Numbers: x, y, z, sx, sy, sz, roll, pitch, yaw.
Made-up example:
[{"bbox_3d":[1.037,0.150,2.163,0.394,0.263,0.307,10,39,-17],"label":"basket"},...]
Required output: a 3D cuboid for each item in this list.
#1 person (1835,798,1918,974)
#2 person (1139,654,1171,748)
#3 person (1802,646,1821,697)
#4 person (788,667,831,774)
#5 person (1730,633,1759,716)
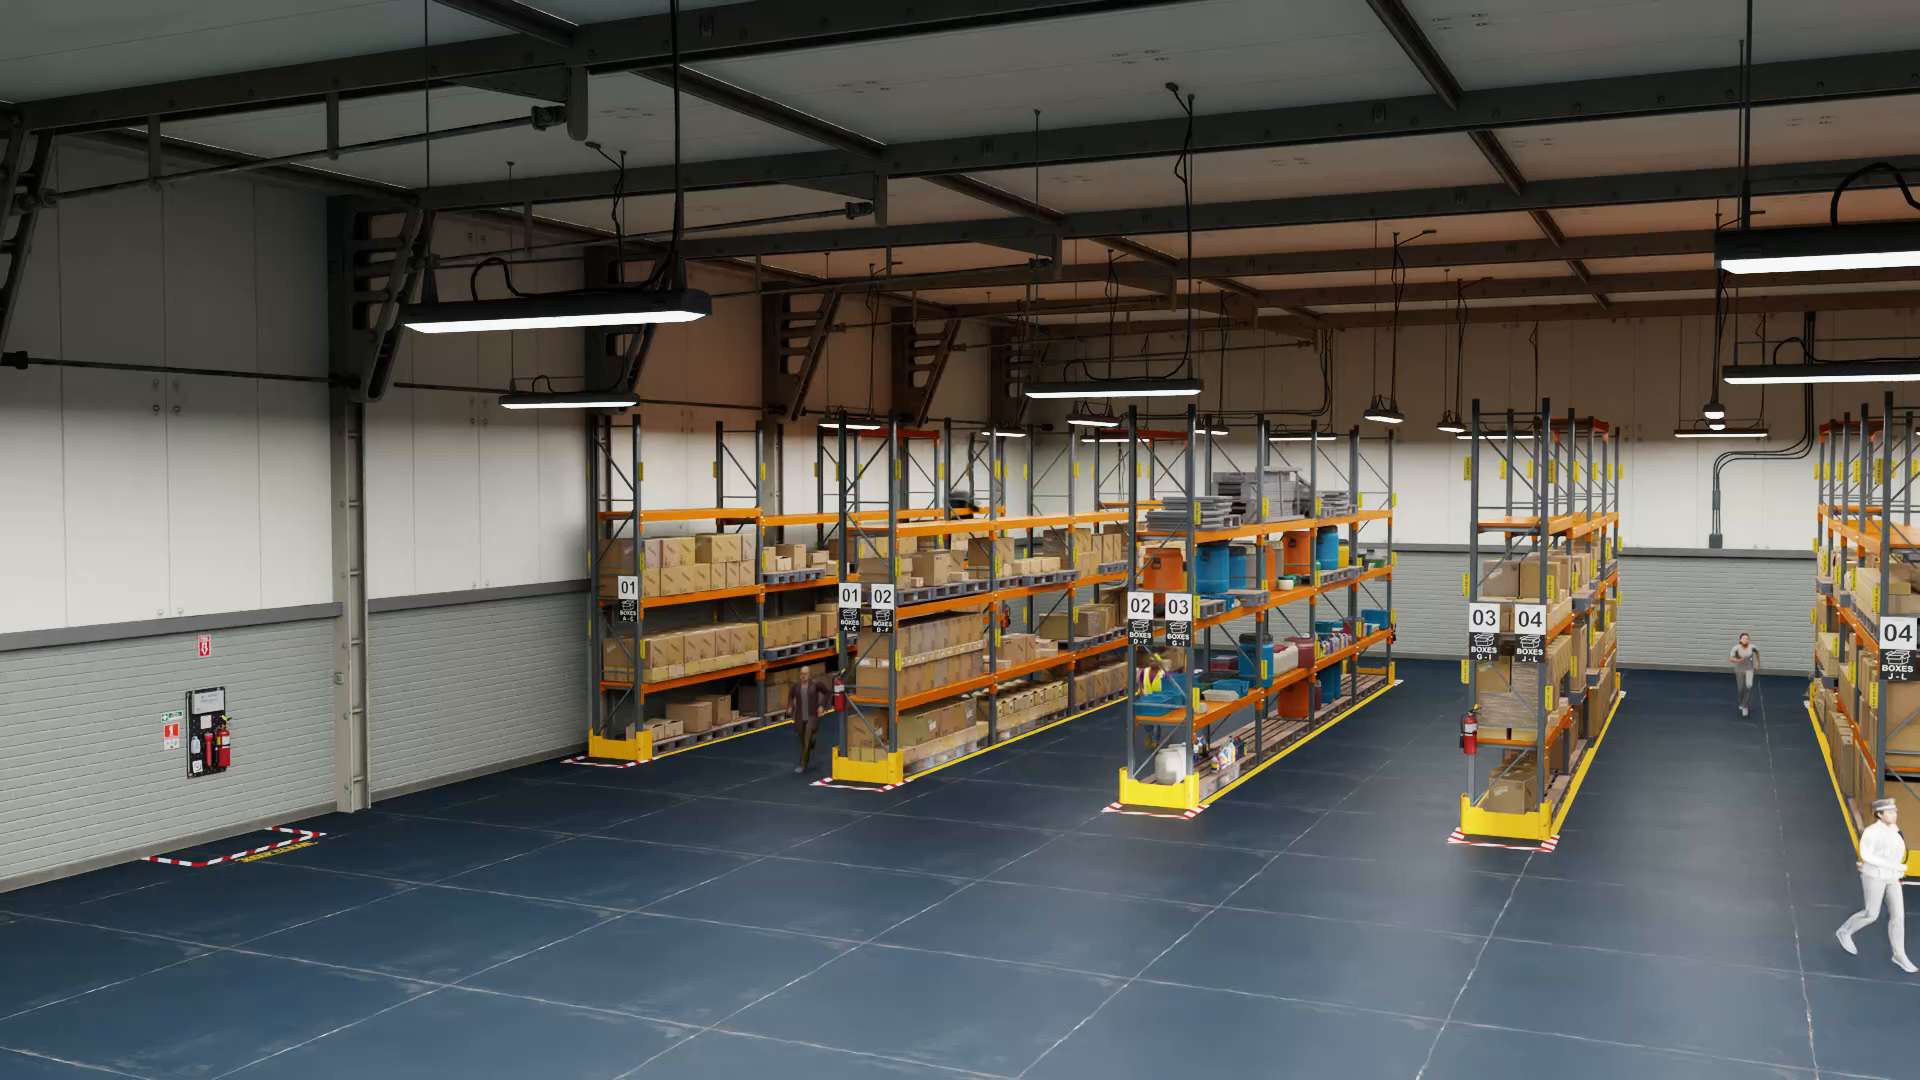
[{"bbox_3d":[9.356,3.459,16.918,0.634,1.717,0.827,-1,3,-24],"label":"person"},{"bbox_3d":[3.484,2.899,29.866,0.695,1.717,0.646,1,3,23],"label":"person"},{"bbox_3d":[18.870,2.719,36.517,0.720,1.558,0.545,2,3,35],"label":"person"},{"bbox_3d":[-2.552,2.990,27.969,0.717,1.751,1.017,0,2,12],"label":"person"},{"bbox_3d":[16.229,2.763,34.413,0.586,1.697,0.840,1,2,19],"label":"person"}]
